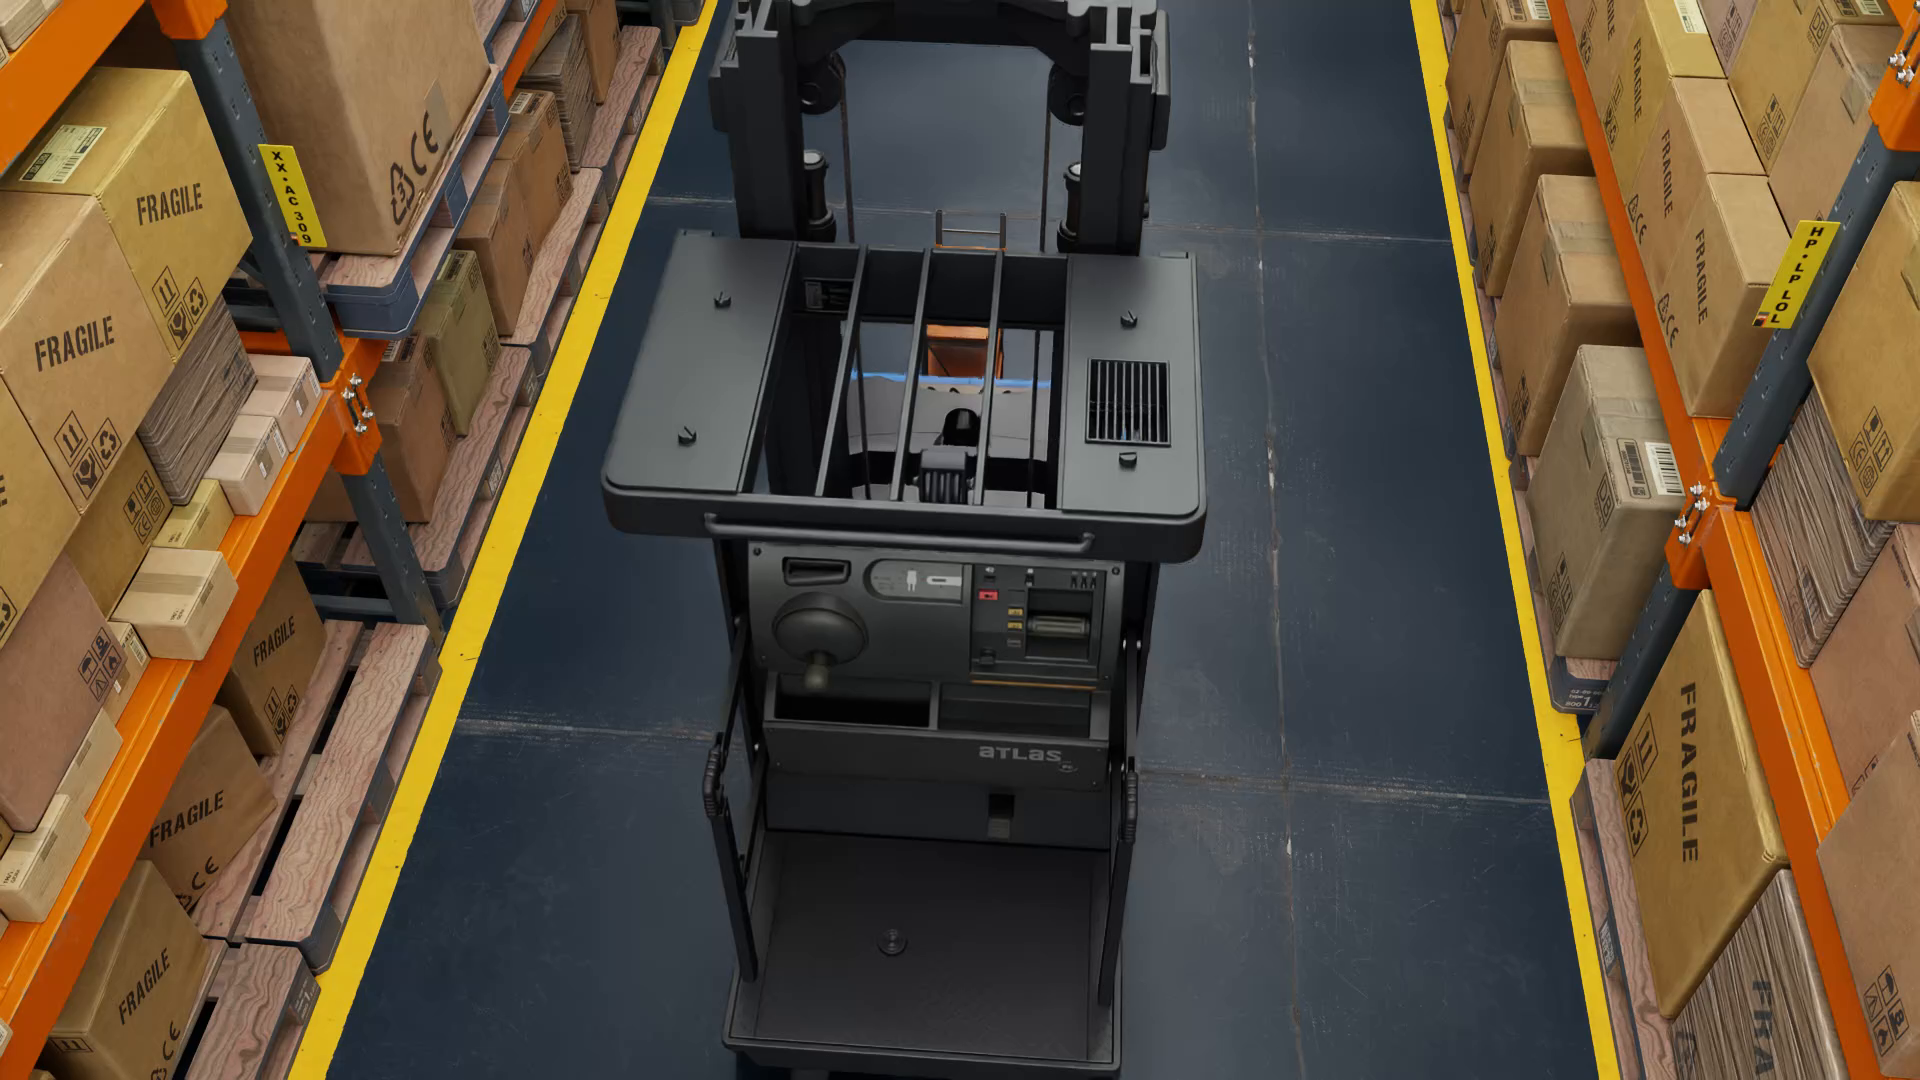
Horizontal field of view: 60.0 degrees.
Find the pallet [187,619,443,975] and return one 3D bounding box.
[{"bbox_3d":[-2.364,0.775,5.398,1.003,0.211,1.213,4,48,4],"label":"pallet"}]

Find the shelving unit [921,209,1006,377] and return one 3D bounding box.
[{"bbox_3d":[0.015,-0.527,5.919,0.258,1.200,0.503,4,48,4],"label":"shelving unit"}]

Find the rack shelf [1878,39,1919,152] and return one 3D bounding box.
[{"bbox_3d":[2.410,0.446,2.264,1.077,0.370,4.000,4,48,4],"label":"rack shelf"}]

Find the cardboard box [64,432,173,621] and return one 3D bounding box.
[{"bbox_3d":[-2.521,-0.104,4.043,0.875,0.500,0.500,4,48,4],"label":"cardboard box"}]

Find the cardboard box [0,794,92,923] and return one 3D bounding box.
[{"bbox_3d":[-2.216,0.702,3.745,0.380,0.149,0.250,4,48,4],"label":"cardboard box"}]

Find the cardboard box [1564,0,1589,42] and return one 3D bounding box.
[{"bbox_3d":[2.557,-2.171,6.135,0.500,0.500,0.500,4,48,3],"label":"cardboard box"}]

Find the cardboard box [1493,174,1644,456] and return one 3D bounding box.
[{"bbox_3d":[2.651,-0.807,6.195,1.050,0.750,0.750,4,48,4],"label":"cardboard box"}]

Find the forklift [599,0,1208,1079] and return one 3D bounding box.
[{"bbox_3d":[-0.075,0.297,3.992,1.130,2.935,3.031,3,48,3],"label":"forklift"}]

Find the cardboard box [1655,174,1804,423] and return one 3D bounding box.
[{"bbox_3d":[2.374,-0.689,4.780,0.500,0.500,0.500,4,48,3],"label":"cardboard box"}]

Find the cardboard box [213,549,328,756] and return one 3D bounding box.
[{"bbox_3d":[-2.414,0.332,5.323,0.500,0.500,0.500,3,48,2],"label":"cardboard box"}]

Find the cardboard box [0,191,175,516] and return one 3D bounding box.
[{"bbox_3d":[-2.149,-0.417,3.651,0.500,0.500,0.500,4,48,4],"label":"cardboard box"}]

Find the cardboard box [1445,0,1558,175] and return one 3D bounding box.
[{"bbox_3d":[2.812,-2.134,7.409,1.050,0.750,0.750,3,48,3],"label":"cardboard box"}]

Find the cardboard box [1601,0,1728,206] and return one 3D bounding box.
[{"bbox_3d":[2.466,-1.432,5.459,0.500,0.500,0.500,4,48,4],"label":"cardboard box"}]

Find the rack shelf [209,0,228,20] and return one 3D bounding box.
[{"bbox_3d":[-2.155,-2.901,5.325,1.077,0.370,4.000,4,48,4],"label":"rack shelf"}]

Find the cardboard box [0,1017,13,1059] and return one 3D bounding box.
[{"bbox_3d":[-2.205,1.073,3.406,0.380,0.149,0.250,4,48,4],"label":"cardboard box"}]

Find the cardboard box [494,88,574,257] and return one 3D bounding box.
[{"bbox_3d":[-2.097,-1.587,7.064,0.700,0.500,0.500,7,48,7],"label":"cardboard box"}]

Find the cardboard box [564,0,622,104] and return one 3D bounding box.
[{"bbox_3d":[-2.014,-2.412,7.819,0.700,0.500,0.500,2,48,1],"label":"cardboard box"}]

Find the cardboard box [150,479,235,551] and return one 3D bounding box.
[{"bbox_3d":[-2.179,-0.036,4.421,0.380,0.149,0.250,4,48,4],"label":"cardboard box"}]

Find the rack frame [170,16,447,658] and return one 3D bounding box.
[{"bbox_3d":[-2.338,-0.662,4.822,1.000,3.000,0.127,4,48,4],"label":"rack frame"}]

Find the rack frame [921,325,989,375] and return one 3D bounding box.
[{"bbox_3d":[-0.007,-0.347,5.755,0.240,1.200,0.015,4,48,4],"label":"rack frame"}]

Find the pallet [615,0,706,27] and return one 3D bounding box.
[{"bbox_3d":[-1.826,-3.234,9.065,1.003,0.211,1.213,4,48,4],"label":"pallet"}]

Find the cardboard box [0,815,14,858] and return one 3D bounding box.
[{"bbox_3d":[-2.553,0.635,3.367,0.875,0.500,0.500,4,48,4],"label":"cardboard box"}]

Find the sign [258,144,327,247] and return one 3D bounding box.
[{"bbox_3d":[-1.797,-0.923,4.475,0.100,0.325,0.005,4,48,4],"label":"sign"}]

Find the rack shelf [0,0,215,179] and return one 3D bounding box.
[{"bbox_3d":[-2.520,0.038,2.637,1.077,0.370,4.000,4,48,4],"label":"rack shelf"}]

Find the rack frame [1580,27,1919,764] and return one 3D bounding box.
[{"bbox_3d":[2.593,-0.254,4.449,1.000,3.000,0.127,4,48,4],"label":"rack frame"}]

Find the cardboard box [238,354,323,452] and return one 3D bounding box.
[{"bbox_3d":[-2.064,-0.399,4.752,0.380,0.149,0.250,4,48,4],"label":"cardboard box"}]

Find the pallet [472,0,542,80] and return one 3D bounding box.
[{"bbox_3d":[-2.113,-2.079,6.249,1.003,0.211,1.213,4,48,4],"label":"pallet"}]

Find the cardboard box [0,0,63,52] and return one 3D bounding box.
[{"bbox_3d":[-2.119,-1.271,3.448,0.500,0.250,0.500,5,48,5],"label":"cardboard box"}]

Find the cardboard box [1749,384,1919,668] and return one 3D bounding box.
[{"bbox_3d":[2.571,-0.032,4.145,0.875,0.550,0.550,4,48,4],"label":"cardboard box"}]

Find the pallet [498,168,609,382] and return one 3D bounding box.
[{"bbox_3d":[-2.160,-1.192,7.197,1.003,0.211,1.213,4,48,4],"label":"pallet"}]

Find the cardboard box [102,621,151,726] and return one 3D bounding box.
[{"bbox_3d":[-2.245,0.330,4.086,0.380,0.149,0.250,4,48,4],"label":"cardboard box"}]

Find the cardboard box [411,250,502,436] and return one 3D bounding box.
[{"bbox_3d":[-2.198,-0.765,6.313,0.700,0.500,0.500,4,48,3],"label":"cardboard box"}]

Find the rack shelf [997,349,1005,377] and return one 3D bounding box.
[{"bbox_3d":[0.015,-0.481,5.968,0.258,0.148,0.480,4,48,4],"label":"rack shelf"}]

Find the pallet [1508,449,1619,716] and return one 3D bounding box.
[{"bbox_3d":[2.588,0.115,6.002,1.003,0.211,1.213,4,48,4],"label":"pallet"}]

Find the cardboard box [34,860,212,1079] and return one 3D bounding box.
[{"bbox_3d":[-2.437,1.214,4.516,0.500,0.500,0.500,0,48,0],"label":"cardboard box"}]

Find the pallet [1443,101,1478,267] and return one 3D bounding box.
[{"bbox_3d":[2.810,-1.678,7.641,1.003,0.211,1.213,4,48,4],"label":"pallet"}]

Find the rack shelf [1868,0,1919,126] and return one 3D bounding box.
[{"bbox_3d":[2.775,-2.493,4.952,1.077,0.370,4.000,4,48,4],"label":"rack shelf"}]

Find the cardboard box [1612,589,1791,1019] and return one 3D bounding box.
[{"bbox_3d":[2.465,0.779,4.660,0.875,0.875,0.875,5,48,4],"label":"cardboard box"}]

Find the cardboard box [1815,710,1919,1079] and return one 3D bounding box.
[{"bbox_3d":[2.377,0.762,3.419,0.875,0.550,0.550,4,48,4],"label":"cardboard box"}]

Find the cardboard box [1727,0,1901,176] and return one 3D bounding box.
[{"bbox_3d":[2.677,-1.368,4.723,0.700,0.500,0.500,3,48,3],"label":"cardboard box"}]

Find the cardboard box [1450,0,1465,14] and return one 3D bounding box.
[{"bbox_3d":[2.757,-2.992,8.364,0.500,0.500,0.500,4,48,3],"label":"cardboard box"}]
